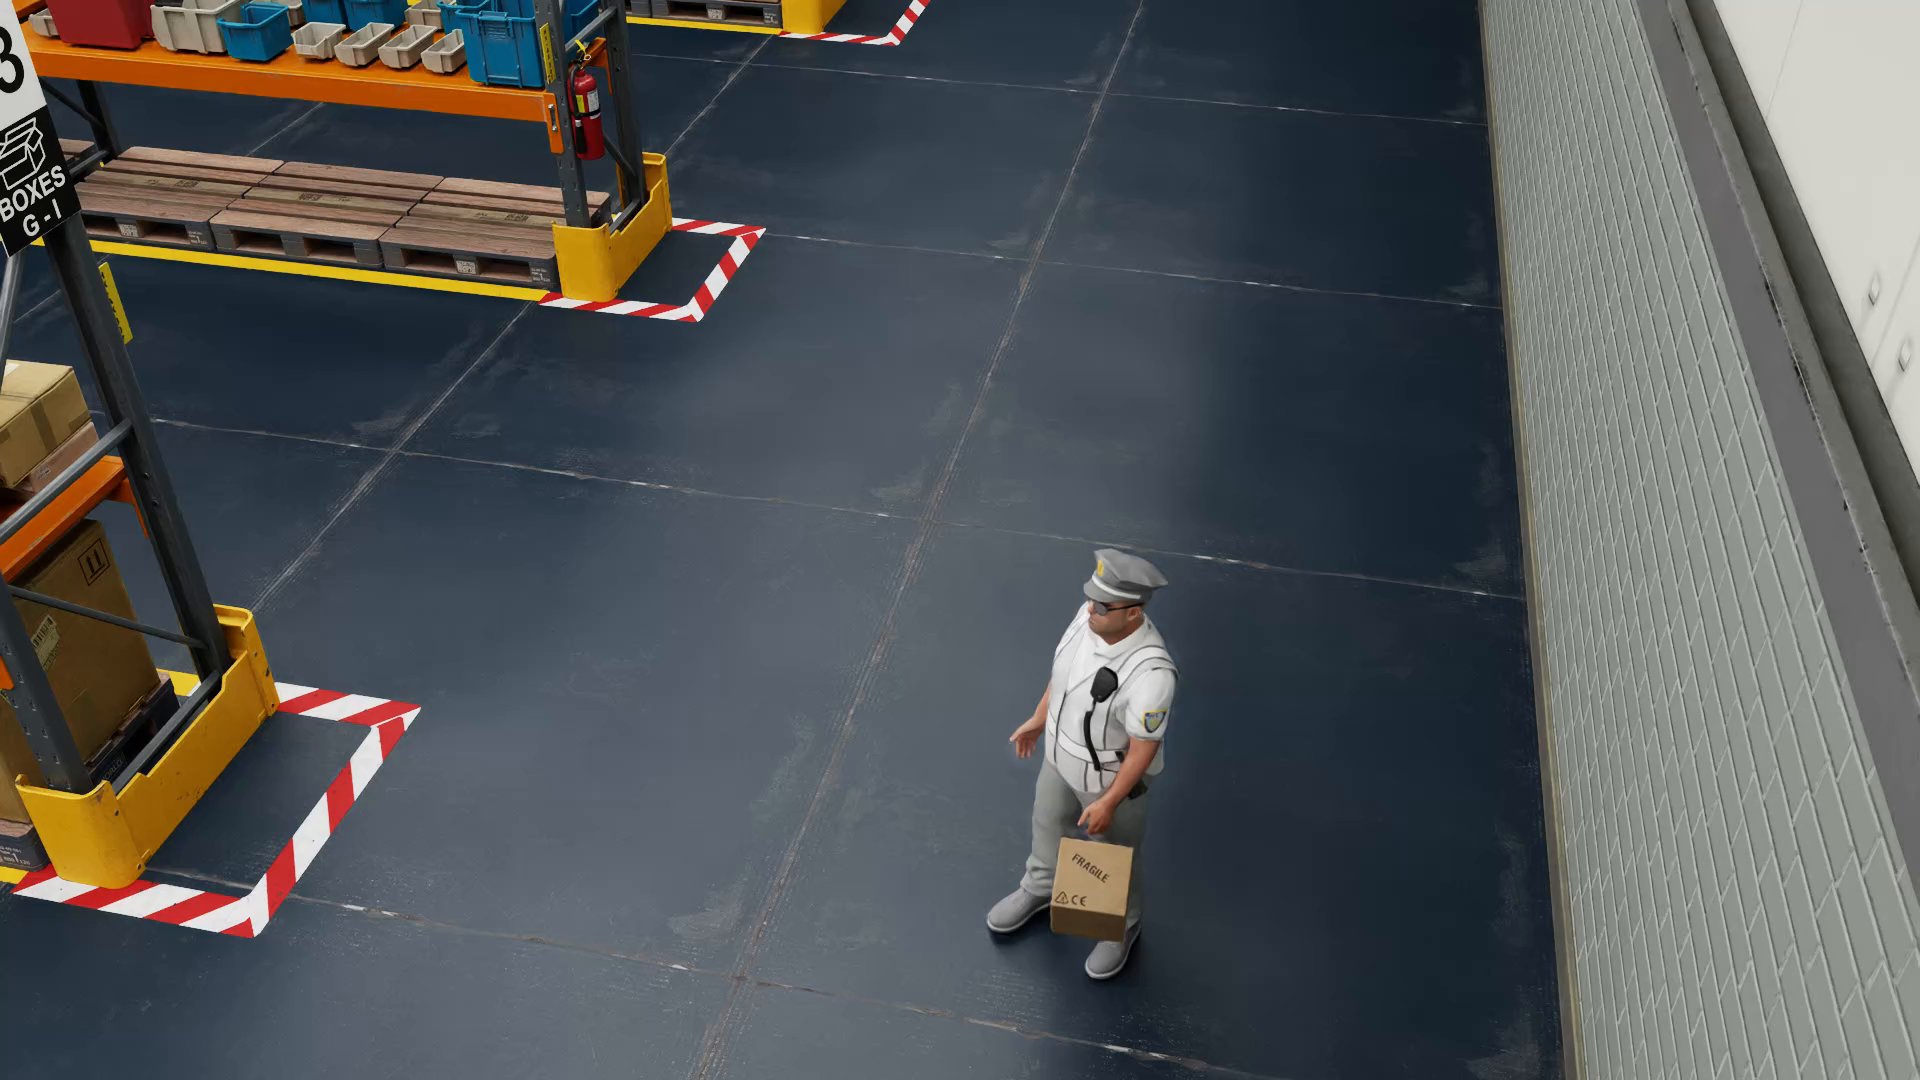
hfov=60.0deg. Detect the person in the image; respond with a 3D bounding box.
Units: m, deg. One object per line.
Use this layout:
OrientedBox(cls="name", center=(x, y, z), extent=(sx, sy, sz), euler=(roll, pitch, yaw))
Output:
OrientedBox(cls="person", center=(0.429, 0.793, 5.836), extent=(0.551, 1.778, 0.576), euler=(-18, 40, -22))
